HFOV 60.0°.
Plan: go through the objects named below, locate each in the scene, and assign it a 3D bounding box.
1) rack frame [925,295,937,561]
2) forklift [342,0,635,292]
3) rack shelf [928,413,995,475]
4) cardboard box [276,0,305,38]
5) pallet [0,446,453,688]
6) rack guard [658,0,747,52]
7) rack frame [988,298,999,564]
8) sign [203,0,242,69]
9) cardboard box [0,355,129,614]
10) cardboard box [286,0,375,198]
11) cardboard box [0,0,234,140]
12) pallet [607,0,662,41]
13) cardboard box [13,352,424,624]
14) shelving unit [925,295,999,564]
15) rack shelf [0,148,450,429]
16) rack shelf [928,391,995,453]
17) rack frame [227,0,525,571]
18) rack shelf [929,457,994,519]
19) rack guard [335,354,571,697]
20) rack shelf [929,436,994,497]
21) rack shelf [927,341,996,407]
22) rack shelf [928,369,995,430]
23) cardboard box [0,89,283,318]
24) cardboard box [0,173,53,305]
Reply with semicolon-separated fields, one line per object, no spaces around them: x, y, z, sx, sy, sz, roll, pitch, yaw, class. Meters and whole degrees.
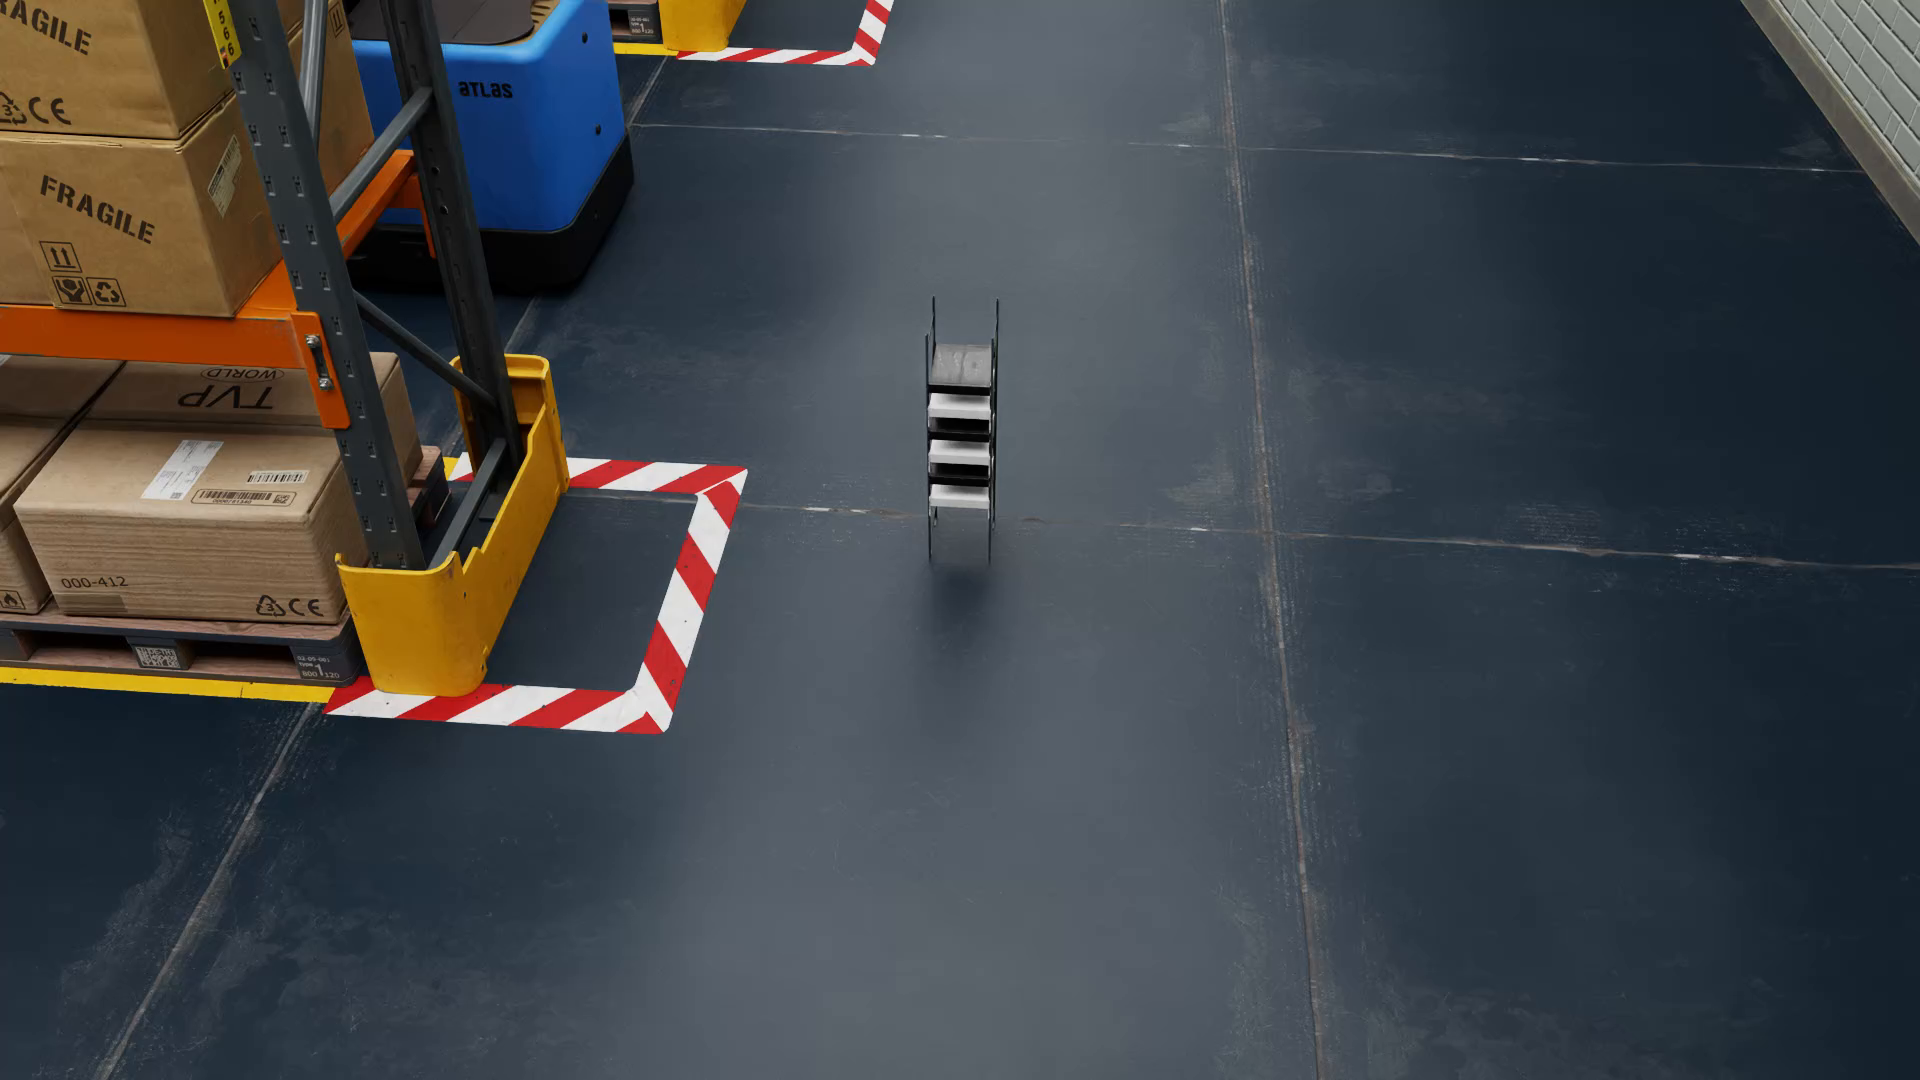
-0.093;-0.354;5.472;0.006;0.900;0.240;3;39;4;rack frame
-3.054;-2.574;6.591;3.031;2.935;1.130;4;39;5;forklift
0.008;-0.323;5.486;0.200;0.077;0.258;3;39;4;rack shelf
-2.101;-1.683;4.570;0.500;0.500;0.500;2;39;3;cardboard box
-2.451;0.036;5.539;1.213;0.211;1.003;3;39;4;pallet
-1.397;-3.205;9.291;0.348;0.500;1.175;3;39;4;rack guard
0.109;-0.343;5.459;0.006;0.900;0.240;3;39;4;rack frame
-1.708;-1.252;3.807;0.005;0.325;0.100;3;39;4;sign
-3.226;-0.238;5.363;0.875;0.438;0.875;4;39;5;cardboard box
-2.101;-1.297;4.888;0.500;0.500;0.500;3;39;3;cardboard box
-2.148;-1.354;4.167;0.500;0.500;0.500;4;39;5;cardboard box
-2.203;-3.159;9.464;1.213;0.211;1.003;3;39;4;pallet
-2.314;-0.194;5.309;0.875;0.438;0.875;2;39;2;cardboard box
0.008;-0.349;5.465;0.210;0.900;0.258;3;39;4;shelving unit
-3.640;-0.881;5.026;4.000;0.370;1.077;3;39;4;rack shelf
0.008;-0.392;5.430;0.200;0.077;0.258;3;39;4;rack shelf
-1.647;-1.051;4.665;0.127;3.000;1.000;3;39;4;rack frame
0.008;-0.183;5.600;0.200;0.077;0.258;3;39;4;rack shelf
-1.624;-0.081;5.453;0.348;0.500;1.175;3;39;4;rack guard
0.008;-0.253;5.543;0.200;0.077;0.258;3;39;4;rack shelf
0.008;-0.532;5.316;0.200;0.077;0.258;3;39;4;rack shelf
0.008;-0.462;5.373;0.200;0.077;0.258;3;39;4;rack shelf
-2.151;-0.950;4.462;0.500;0.500;0.500;3;39;4;cardboard box
-2.650;-0.987;4.507;0.500;0.500;0.500;2;39;3;cardboard box
